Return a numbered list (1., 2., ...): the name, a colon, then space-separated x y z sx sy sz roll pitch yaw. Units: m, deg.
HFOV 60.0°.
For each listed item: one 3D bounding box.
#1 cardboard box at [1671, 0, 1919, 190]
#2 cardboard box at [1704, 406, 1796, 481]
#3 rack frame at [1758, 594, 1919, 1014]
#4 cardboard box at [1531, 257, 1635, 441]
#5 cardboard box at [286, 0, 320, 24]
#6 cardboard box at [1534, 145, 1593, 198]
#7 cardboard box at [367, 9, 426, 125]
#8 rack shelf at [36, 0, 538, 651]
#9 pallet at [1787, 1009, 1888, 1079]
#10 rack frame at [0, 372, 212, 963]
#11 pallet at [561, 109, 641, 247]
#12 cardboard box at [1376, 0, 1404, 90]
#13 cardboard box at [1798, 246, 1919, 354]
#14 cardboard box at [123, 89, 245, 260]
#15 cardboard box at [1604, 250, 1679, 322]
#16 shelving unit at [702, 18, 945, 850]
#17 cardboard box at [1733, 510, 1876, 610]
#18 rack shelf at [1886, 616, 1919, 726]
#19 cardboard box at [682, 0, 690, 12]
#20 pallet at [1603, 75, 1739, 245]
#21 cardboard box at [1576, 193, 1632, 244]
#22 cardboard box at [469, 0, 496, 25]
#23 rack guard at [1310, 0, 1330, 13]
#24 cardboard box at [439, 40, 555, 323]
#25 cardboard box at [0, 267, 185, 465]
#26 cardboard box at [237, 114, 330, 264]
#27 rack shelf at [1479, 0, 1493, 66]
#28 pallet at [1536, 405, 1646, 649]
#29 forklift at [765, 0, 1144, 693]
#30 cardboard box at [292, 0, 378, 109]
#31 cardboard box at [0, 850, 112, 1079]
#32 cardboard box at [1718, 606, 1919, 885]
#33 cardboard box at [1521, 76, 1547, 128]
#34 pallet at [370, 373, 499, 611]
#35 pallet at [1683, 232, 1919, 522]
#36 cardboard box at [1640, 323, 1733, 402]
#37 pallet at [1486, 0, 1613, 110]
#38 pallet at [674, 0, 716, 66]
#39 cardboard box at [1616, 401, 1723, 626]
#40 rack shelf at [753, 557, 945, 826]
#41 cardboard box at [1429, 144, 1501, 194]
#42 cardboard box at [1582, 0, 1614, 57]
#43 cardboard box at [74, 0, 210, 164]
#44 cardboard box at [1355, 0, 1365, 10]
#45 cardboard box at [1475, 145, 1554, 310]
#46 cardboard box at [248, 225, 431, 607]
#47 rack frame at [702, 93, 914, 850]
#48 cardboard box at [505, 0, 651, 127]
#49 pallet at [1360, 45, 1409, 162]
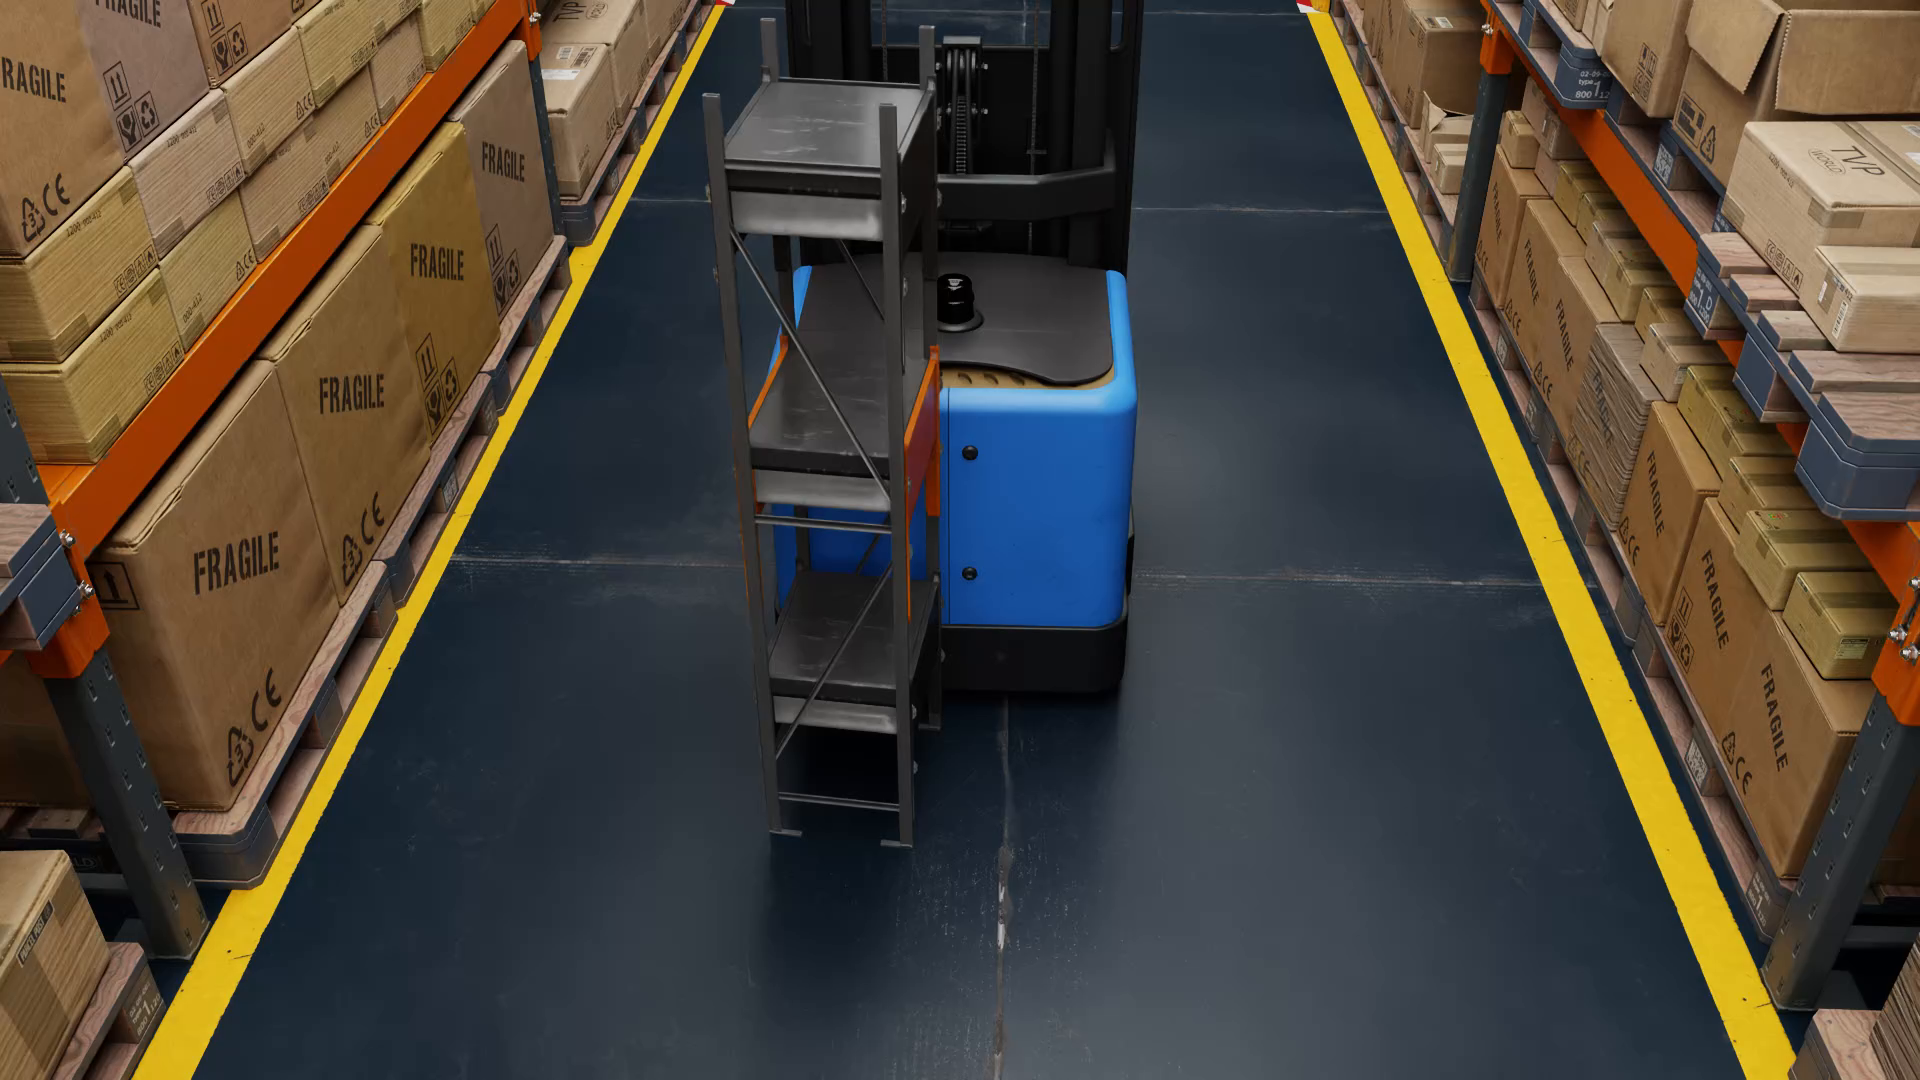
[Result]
1. cardboard box: 2.393 -1.244 4.457 0.797 0.503 0.637 1 35 1
2. cardboard box: 2.369 -0.251 4.742 0.380 0.149 0.250 2 35 3
3. rack frame: 2.512 -0.088 3.266 1.000 3.000 0.127 1 35 2
4. cardboard box: 2.392 -0.670 5.903 0.500 0.500 0.500 0 35 0
5. cardboard box: -2.114 -1.800 4.746 0.500 0.500 0.500 2 35 3
6. cardboard box: 2.458 -1.440 6.435 0.380 0.149 0.250 0 35 1
7. cardboard box: -2.114 -1.592 5.537 0.500 0.250 0.500 0 35 1
8. rack shelf: -2.368 -1.055 5.268 1.077 0.370 4.000 1 35 2
9. pallet: 2.440 1.525 3.397 1.003 0.211 1.213 1 35 2
10. rack frame: -2.448 -0.200 3.427 1.000 3.000 0.127 1 35 2
11. pallet: -2.179 -1.793 8.117 1.003 0.211 1.213 1 35 2
12. cardboard box: 2.520 -2.692 8.781 0.500 0.500 0.500 2 35 3
13. cardboard box: 2.155 -0.543 3.768 0.380 0.149 0.250 2 35 3
14. cardboard box: -2.159 -0.926 4.155 0.500 0.250 0.500 2 35 3
15. cardboard box: 2.402 -0.849 5.594 0.380 0.149 0.250 3 35 4
16. shelving unit: -0.291 -0.172 4.169 0.431 2.100 0.503 5 35 7
17. cardboard box: 2.259 0.050 4.314 0.380 0.149 0.250 0 35 -1
18. rack shelf: 2.432 1.355 1.838 1.077 0.370 4.000 1 35 2
19. cardboard box: -2.053 -3.539 10.040 0.875 0.438 0.875 0 35 0
20. pallet: 2.585 -1.127 4.912 1.003 0.211 1.213 1 35 2
21. cardboard box: 2.462 -1.134 6.000 0.380 0.149 0.250 1 35 1
22. cardboard box: -2.053 -2.174 6.365 0.500 0.250 0.500 1 35 1
23. rack guard: 2.830 -3.618 10.463 1.175 0.500 0.348 1 35 2
24. cardboard box: -2.232 -1.443 6.677 0.875 0.875 0.875 2 35 3
25. cardboard box: -2.177 -0.414 3.861 0.500 0.250 0.500 1 35 1
26. cardboard box: -2.147 -1.011 4.711 0.500 0.250 0.500 2 35 3
27. rack shelf: 2.753 -3.241 8.378 1.077 0.370 4.000 1 35 2
28. pallet: 2.631 -0.074 5.672 1.003 0.211 1.213 1 35 2
29. forklift: 0.022 -1.561 5.422 1.130 2.935 3.031 1 35 2
30. cardboard box: -2.093 -1.503 4.976 0.500 0.250 0.500 2 35 3
31. cardboard box: -2.481 1.027 3.600 0.950 0.372 0.625 -1 35 -1
32. cardboard box: 2.314 0.515 4.217 0.500 0.500 0.500 2 35 3
33. cardboard box: 2.453 -1.721 6.576 0.380 0.149 0.250 1 35 1
34. pallet: -2.289 -0.210 5.865 1.003 0.211 1.213 1 35 2
35. pallet: 2.469 -0.401 3.878 1.213 0.211 1.003 1 35 2
36. cardboard box: 2.360 -0.553 5.173 0.380 0.149 0.250 0 35 0
37. pallet: 2.531 -1.851 5.942 1.003 0.211 1.213 1 35 2
38. pallet: -2.081 -3.195 10.112 1.003 0.211 1.213 1 35 2
39. cardboard box: 2.363 -0.073 5.054 0.500 0.500 0.500 3 35 4
40. rack shelf: -0.291 0.412 4.579 0.431 0.518 0.480 5 35 7
41. cardboard box: 2.402 -1.718 7.701 0.380 0.149 0.250 0 35 0
42. cardboard box: 2.233 -1.714 5.331 0.396 0.266 0.258 3 35 4
43. cardboard box: -2.174 -1.213 3.911 0.500 0.500 0.500 1 35 2
44. cardboard box: 2.714 -3.485 9.907 0.797 0.503 0.637 0 35 0
45. cardboard box: 2.428 -1.263 6.746 0.500 0.500 0.500 3 35 4
46. cardboard box: -2.297 -0.410 5.208 0.875 0.875 0.875 2 35 2
47. rack frame: -0.326 -0.033 3.971 0.400 2.100 0.015 5 35 7
48. cardboard box: -2.119 -2.495 8.554 0.875 0.438 0.875 0 35 0
49. pallet: 2.747 -2.342 8.900 1.003 0.211 1.213 1 35 2
